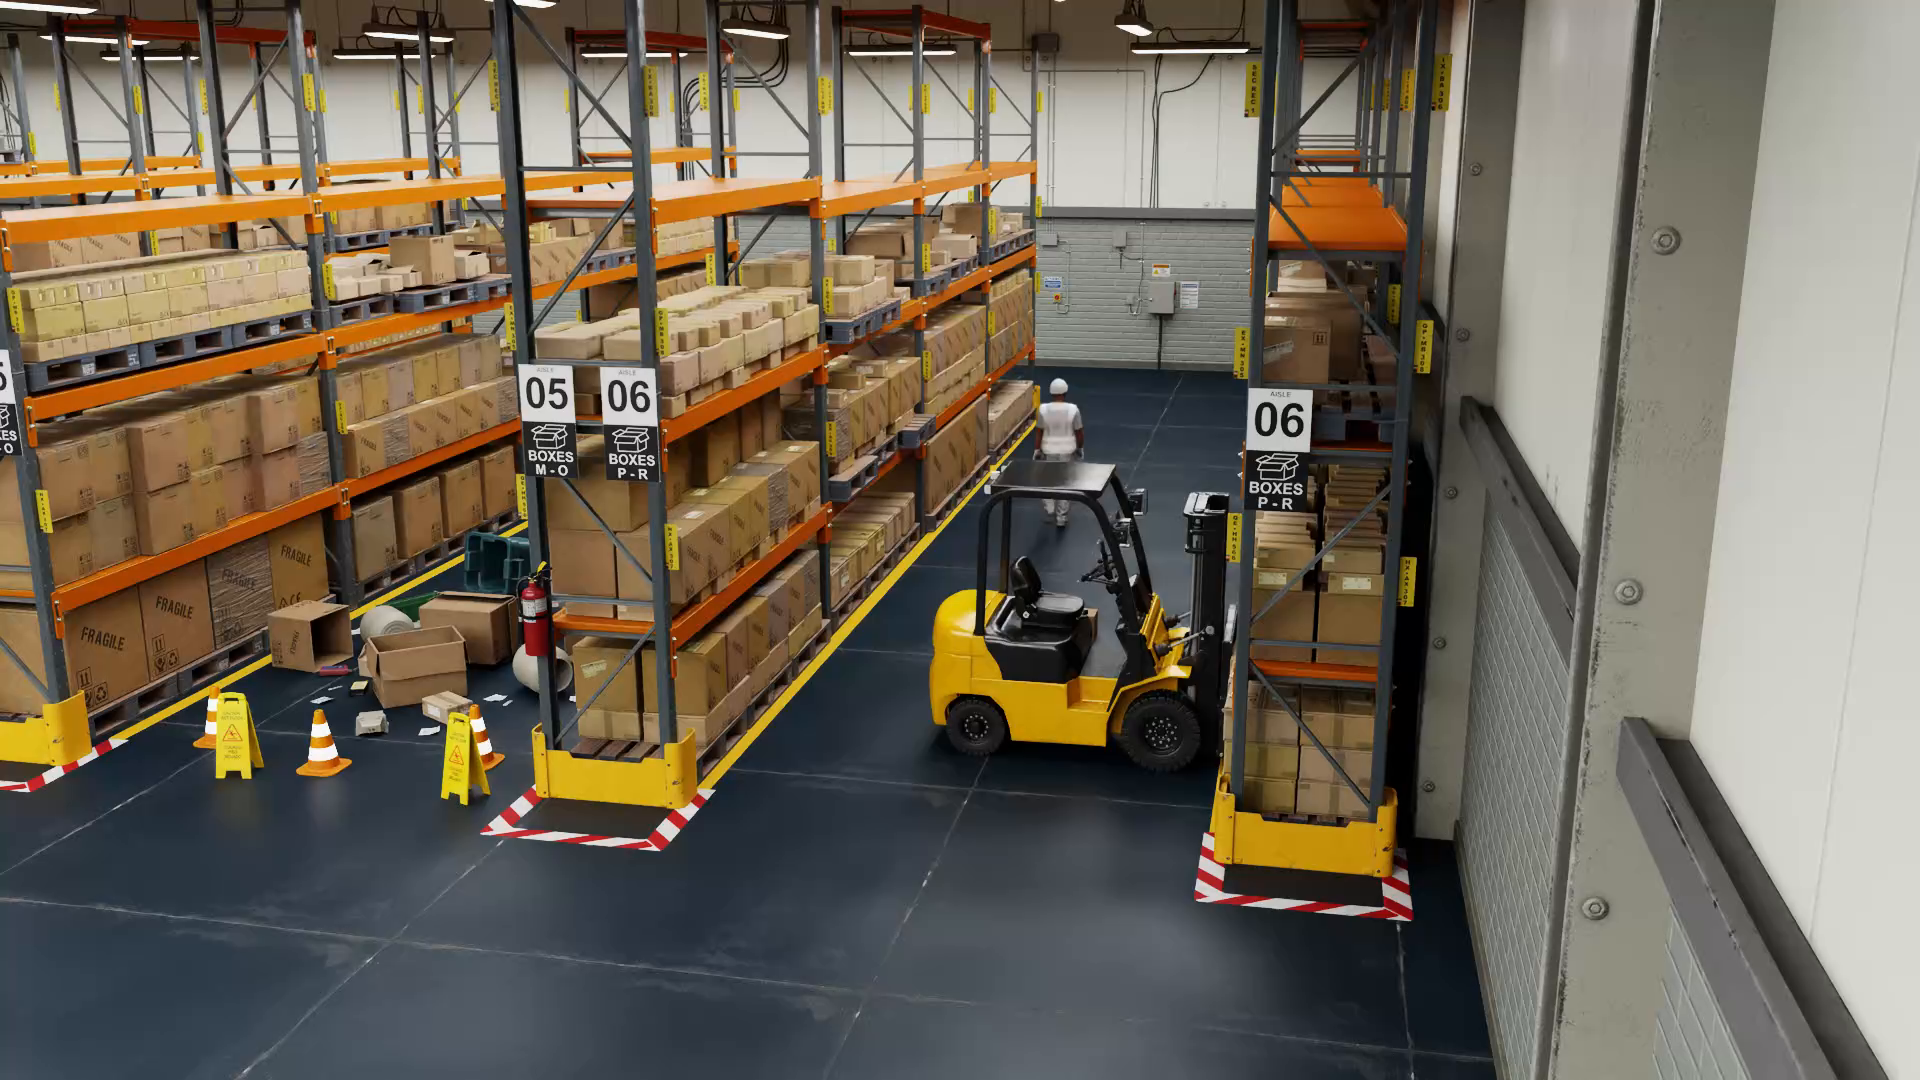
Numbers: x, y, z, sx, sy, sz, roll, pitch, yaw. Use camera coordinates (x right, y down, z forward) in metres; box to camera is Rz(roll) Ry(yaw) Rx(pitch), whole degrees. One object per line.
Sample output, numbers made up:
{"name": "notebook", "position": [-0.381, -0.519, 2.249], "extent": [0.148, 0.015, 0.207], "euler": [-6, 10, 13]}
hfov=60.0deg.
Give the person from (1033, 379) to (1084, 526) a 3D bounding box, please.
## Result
{"name": "person", "position": [1.194, -1.054, 20.044], "extent": [0.598, 1.827, 0.485], "euler": [2, 15, 9]}
